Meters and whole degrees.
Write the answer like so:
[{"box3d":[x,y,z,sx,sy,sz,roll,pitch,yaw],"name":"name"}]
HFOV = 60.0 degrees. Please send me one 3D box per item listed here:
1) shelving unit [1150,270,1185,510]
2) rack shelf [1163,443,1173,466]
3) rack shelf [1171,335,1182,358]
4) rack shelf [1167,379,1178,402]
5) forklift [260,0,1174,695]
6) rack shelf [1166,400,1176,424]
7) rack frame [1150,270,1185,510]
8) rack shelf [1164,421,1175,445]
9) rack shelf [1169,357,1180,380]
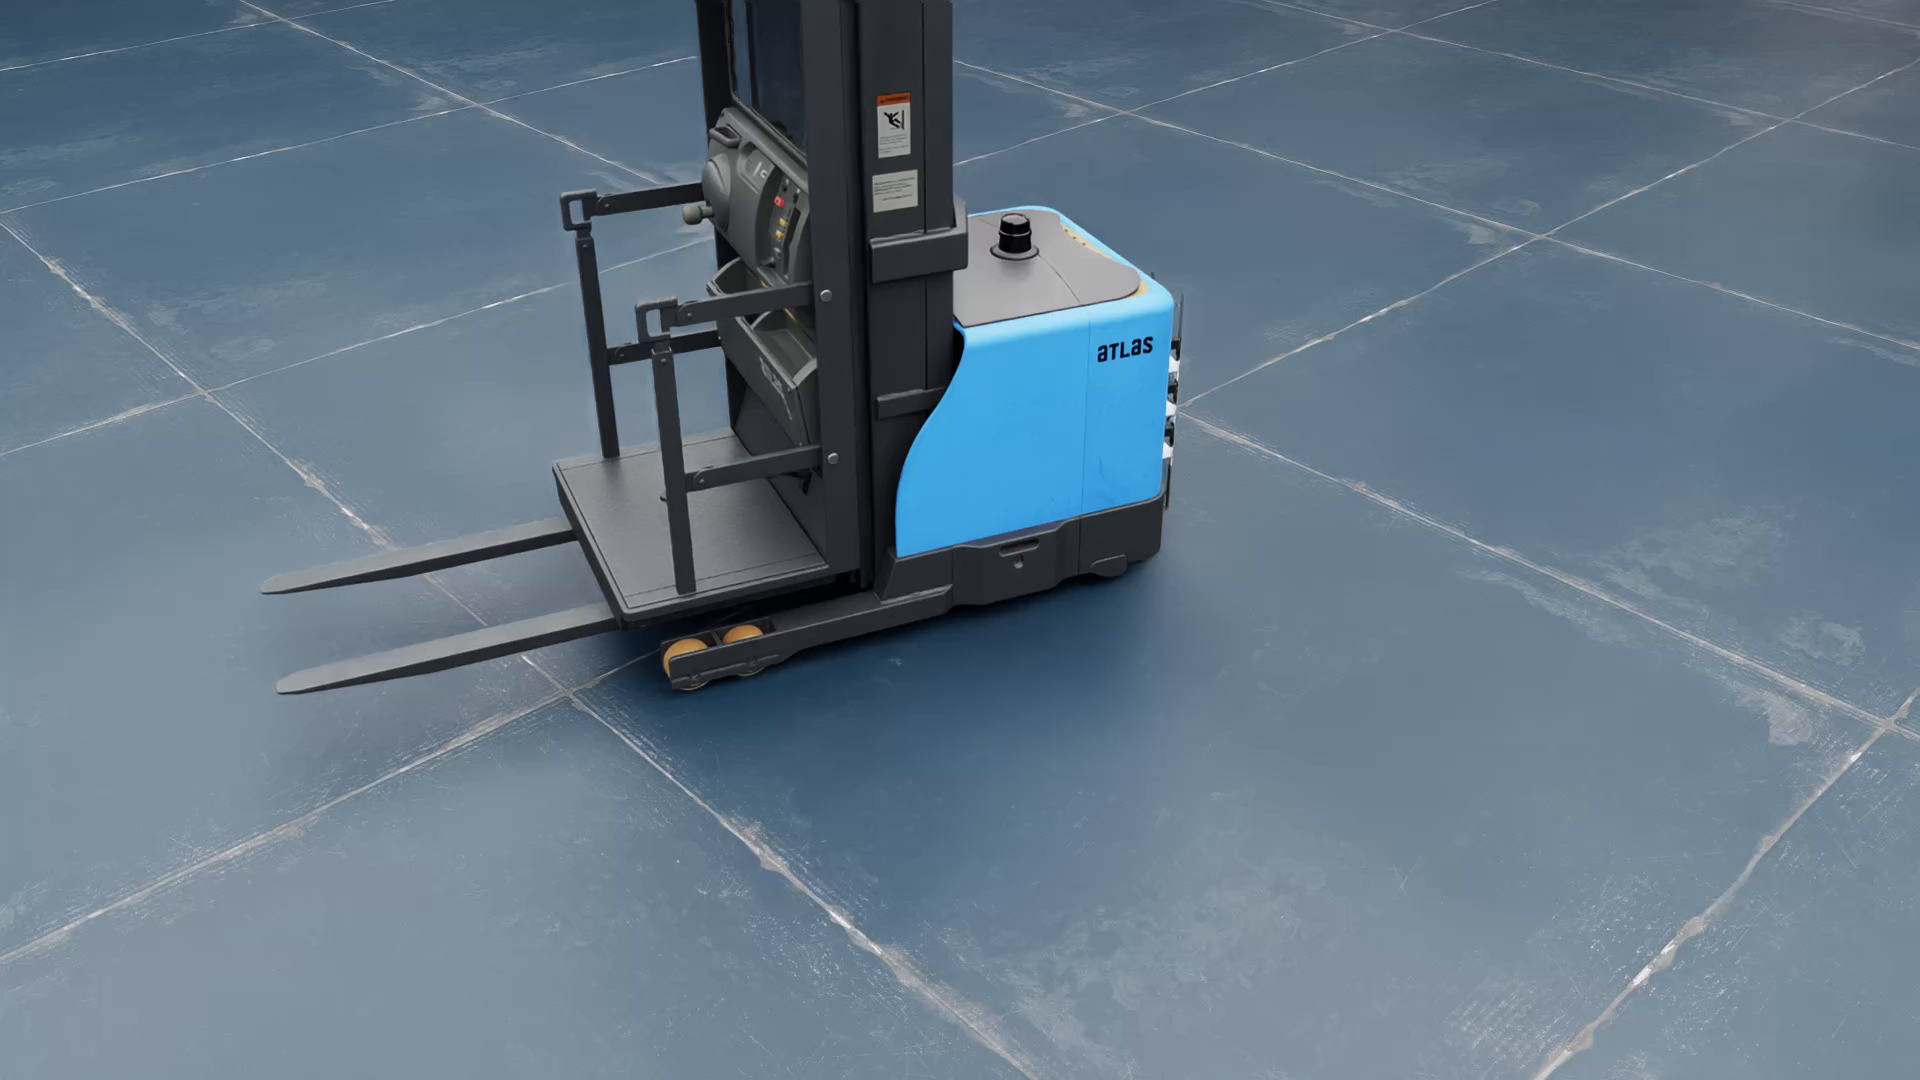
[{"box3d":[0.665,-0.536,6.264,0.210,0.900,0.258,-13,34,-20],"name":"shelving unit"},{"box3d":[0.665,-0.354,6.376,0.200,0.077,0.258,-13,34,-20],"name":"rack shelf"},{"box3d":[0.665,-0.738,6.141,0.200,0.077,0.258,-13,34,-20],"name":"rack shelf"},{"box3d":[0.665,-0.585,6.235,0.200,0.077,0.258,-13,34,-20],"name":"rack shelf"},{"box3d":[-0.830,-1.073,5.195,3.031,2.935,1.130,-13,34,-20],"name":"forklift"},{"box3d":[0.665,-0.508,6.282,0.200,0.077,0.258,-13,34,-20],"name":"rack shelf"},{"box3d":[0.758,-0.558,6.299,0.006,0.900,0.240,-13,34,-20],"name":"rack frame"},{"box3d":[0.665,-0.431,6.329,0.200,0.077,0.258,-13,34,-20],"name":"rack shelf"},{"box3d":[0.665,-0.661,6.188,0.200,0.077,0.258,-13,34,-20],"name":"rack shelf"}]
